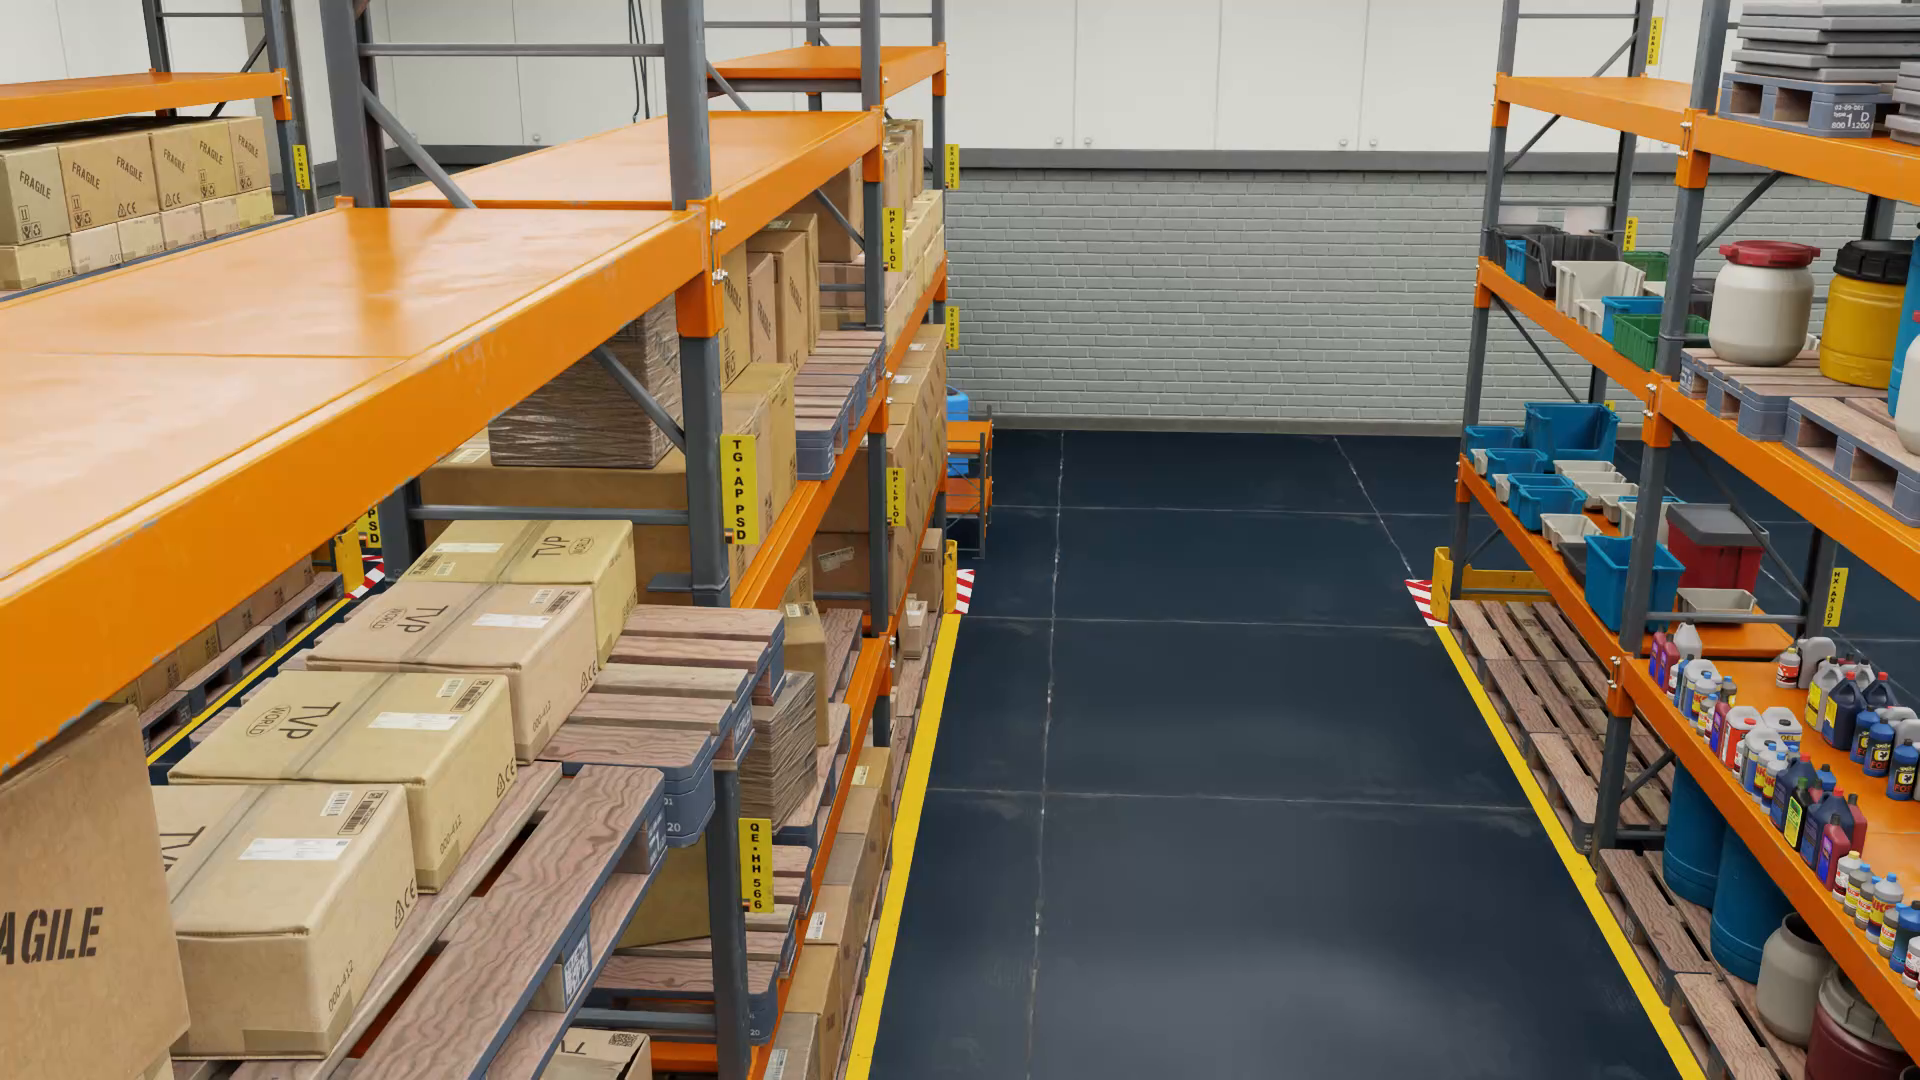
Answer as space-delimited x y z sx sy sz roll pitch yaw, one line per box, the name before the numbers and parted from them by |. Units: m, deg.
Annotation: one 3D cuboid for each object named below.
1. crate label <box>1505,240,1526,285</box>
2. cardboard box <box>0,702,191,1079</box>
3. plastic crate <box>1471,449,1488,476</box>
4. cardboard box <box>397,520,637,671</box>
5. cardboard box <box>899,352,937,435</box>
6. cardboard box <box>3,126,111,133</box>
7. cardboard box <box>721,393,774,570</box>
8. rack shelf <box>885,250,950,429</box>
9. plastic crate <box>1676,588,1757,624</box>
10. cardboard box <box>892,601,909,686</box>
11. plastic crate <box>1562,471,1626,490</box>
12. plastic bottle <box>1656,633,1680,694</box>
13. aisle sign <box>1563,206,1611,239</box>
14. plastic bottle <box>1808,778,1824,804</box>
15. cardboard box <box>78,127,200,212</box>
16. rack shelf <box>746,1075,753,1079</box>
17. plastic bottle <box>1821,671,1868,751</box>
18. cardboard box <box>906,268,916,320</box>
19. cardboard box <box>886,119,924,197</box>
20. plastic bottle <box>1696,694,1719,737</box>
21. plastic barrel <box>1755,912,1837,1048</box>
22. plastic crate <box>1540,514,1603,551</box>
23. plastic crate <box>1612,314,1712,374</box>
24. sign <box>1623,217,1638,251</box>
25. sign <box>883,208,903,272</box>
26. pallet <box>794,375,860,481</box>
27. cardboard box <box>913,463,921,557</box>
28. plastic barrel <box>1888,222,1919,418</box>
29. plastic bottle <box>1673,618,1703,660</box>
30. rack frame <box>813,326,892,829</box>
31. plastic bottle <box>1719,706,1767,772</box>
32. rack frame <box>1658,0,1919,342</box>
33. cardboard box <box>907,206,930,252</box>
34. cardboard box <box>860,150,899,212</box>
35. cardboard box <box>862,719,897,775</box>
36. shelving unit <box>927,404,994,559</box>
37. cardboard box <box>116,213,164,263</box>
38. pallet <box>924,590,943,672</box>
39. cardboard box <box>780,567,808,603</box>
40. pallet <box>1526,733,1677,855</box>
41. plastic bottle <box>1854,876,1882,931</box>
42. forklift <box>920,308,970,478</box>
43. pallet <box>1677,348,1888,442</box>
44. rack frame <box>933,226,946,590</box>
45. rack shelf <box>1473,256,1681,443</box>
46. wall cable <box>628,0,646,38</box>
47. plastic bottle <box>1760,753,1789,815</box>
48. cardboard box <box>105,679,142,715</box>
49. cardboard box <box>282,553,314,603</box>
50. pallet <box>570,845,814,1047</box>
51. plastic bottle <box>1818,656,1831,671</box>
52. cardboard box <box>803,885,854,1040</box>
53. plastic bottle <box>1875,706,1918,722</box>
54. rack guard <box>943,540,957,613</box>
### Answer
crate label | 3.941 -1.897 11.318 0.408 0.251 0.502 1 18 4
cardboard box | -1.370 0.515 2.079 0.500 0.500 0.500 3 18 9
plastic crate | 3.878 -0.558 12.136 0.250 0.136 0.298 1 18 4
cardboard box | -1.161 0.139 4.430 0.500 0.250 0.500 0 18 0
cardboard box | -0.437 -0.994 11.373 0.500 0.500 0.500 2 18 5
cardboard box | -5.926 -2.459 10.994 0.500 0.500 0.500 1 18 4
cardboard box | -1.150 -0.217 5.789 0.910 0.500 0.500 1 18 4
rack shelf | -0.754 -1.396 10.705 1.077 0.370 4.000 1 18 4
plastic crate | 4.218 0.376 9.286 0.396 0.136 0.243 1 18 4
cardboard box | -0.768 0.702 11.265 0.797 0.503 0.637 1 18 4
plastic crate | 4.416 -0.378 11.587 0.396 0.136 0.243 1 18 4
plastic bottle | 3.581 0.622 8.396 0.061 0.283 0.133 1 18 4
aisle sign | 4.627 -2.073 12.258 0.394 0.787 0.004 1 18 4
plastic bottle | 3.525 1.130 6.843 0.061 0.283 0.133 1 18 4
cardboard box | -5.408 -2.450 10.967 0.500 0.500 0.500 0 18 1
rack shelf | -1.328 2.514 3.589 1.077 0.370 4.000 1 18 4
plastic bottle | 4.146 0.791 7.772 0.144 0.351 0.185 1 18 4
cardboard box | -0.539 -1.502 10.112 0.500 0.250 0.500 1 18 4
cardboard box | -0.632 -2.722 11.829 0.700 0.500 0.500 1 18 4
plastic bottle | 3.561 0.829 7.894 0.097 0.201 0.097 0 18 0
plastic barrel | 3.806 1.965 7.430 0.421 0.512 0.421 0 18 0
plastic crate | 3.868 -0.030 10.526 0.293 0.136 0.466 1 18 4
plastic crate | 3.771 -1.043 8.811 0.450 0.188 0.662 1 18 4
sign | 4.879 -2.190 12.141 0.100 0.325 0.005 1 18 4
sign | -0.344 -1.538 8.521 0.100 0.325 0.005 1 18 4
pallet | -1.086 -0.504 7.130 1.213 0.211 1.003 1 18 4
cardboard box | -0.518 -0.206 10.572 0.500 0.500 0.500 1 18 4
plastic barrel | 4.073 -0.909 6.584 0.600 0.901 0.708 1 18 4
plastic bottle | 3.691 0.558 8.481 0.144 0.351 0.185 1 18 4
rack frame | -0.898 0.309 9.164 1.000 3.000 0.127 1 18 4
plastic bottle | 3.563 0.902 7.552 0.152 0.276 0.135 1 18 4
rack frame | 4.043 -2.431 7.889 1.000 3.000 0.127 1 18 4
cardboard box | -0.469 -2.050 10.982 0.500 0.250 0.500 1 18 4
cardboard box | -0.724 -1.943 9.453 0.700 0.500 0.500 1 18 4
cardboard box | -0.652 1.252 9.897 0.500 0.311 0.500 1 18 4
shelving unit | 0.000 -0.537 14.754 0.538 1.125 1.048 1 18 4
cardboard box | -5.446 -1.928 10.579 0.500 0.250 0.500 1 18 2
pallet | -0.673 0.663 12.562 1.003 0.211 1.213 1 18 4
cardboard box | -1.141 0.419 7.993 0.700 0.500 0.500 4 19 13
pallet | 4.057 1.516 9.957 1.003 0.211 1.213 1 18 4
plastic bottle | 3.437 1.364 6.263 0.097 0.201 0.097 0 18 0
forklift | -0.963 -2.093 16.604 1.130 2.935 3.031 -8 20 -23
pallet | 4.084 -0.670 7.636 1.213 0.211 1.003 1 18 4
rack frame | -0.611 -0.934 12.955 1.000 3.000 0.127 1 18 4
rack shelf | 4.186 -1.284 10.364 1.077 0.370 4.000 1 18 4
wall cable | -2.092 -6.507 17.204 3.097 2.526 0.112 1 18 4
plastic bottle | 3.504 1.042 7.132 0.097 0.271 0.097 0 18 0
cardboard box | -5.683 0.958 10.524 0.700 0.500 0.500 2 18 5
cardboard box | -5.503 0.165 12.943 0.700 0.500 0.500 1 18 4
pallet | -1.206 1.430 6.050 1.213 0.211 1.003 1 18 4
plastic bottle | 4.356 0.681 8.347 0.097 0.201 0.097 0 18 0
cardboard box | -0.762 1.914 7.572 0.500 0.500 0.500 1 18 2
plastic bottle | 4.274 0.879 7.622 0.152 0.276 0.135 1 18 4
rack guard | -0.617 0.278 13.273 1.175 0.500 0.348 1 18 4
